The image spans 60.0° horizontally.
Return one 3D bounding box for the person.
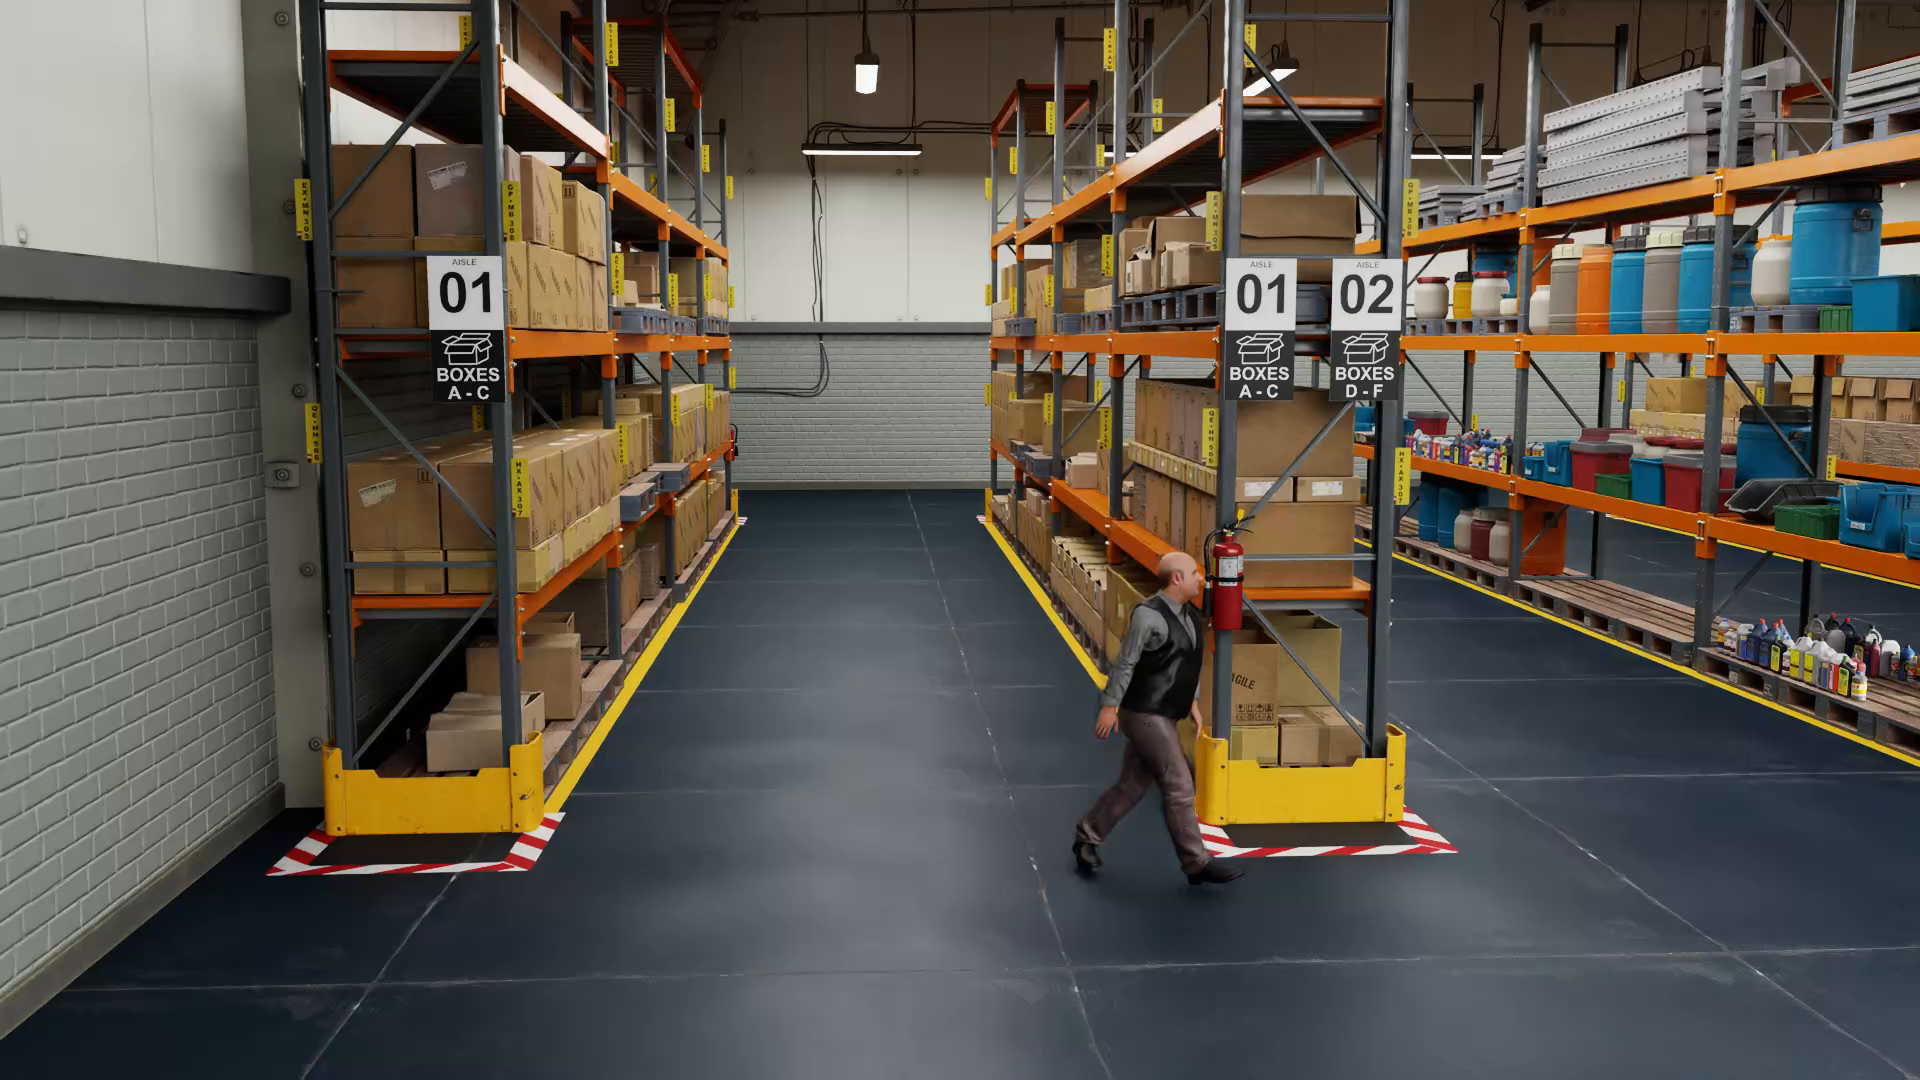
[{"bbox_3d":[1.039,0.887,8.503,0.956,1.670,0.549,4,8,30],"label":"person"}]
